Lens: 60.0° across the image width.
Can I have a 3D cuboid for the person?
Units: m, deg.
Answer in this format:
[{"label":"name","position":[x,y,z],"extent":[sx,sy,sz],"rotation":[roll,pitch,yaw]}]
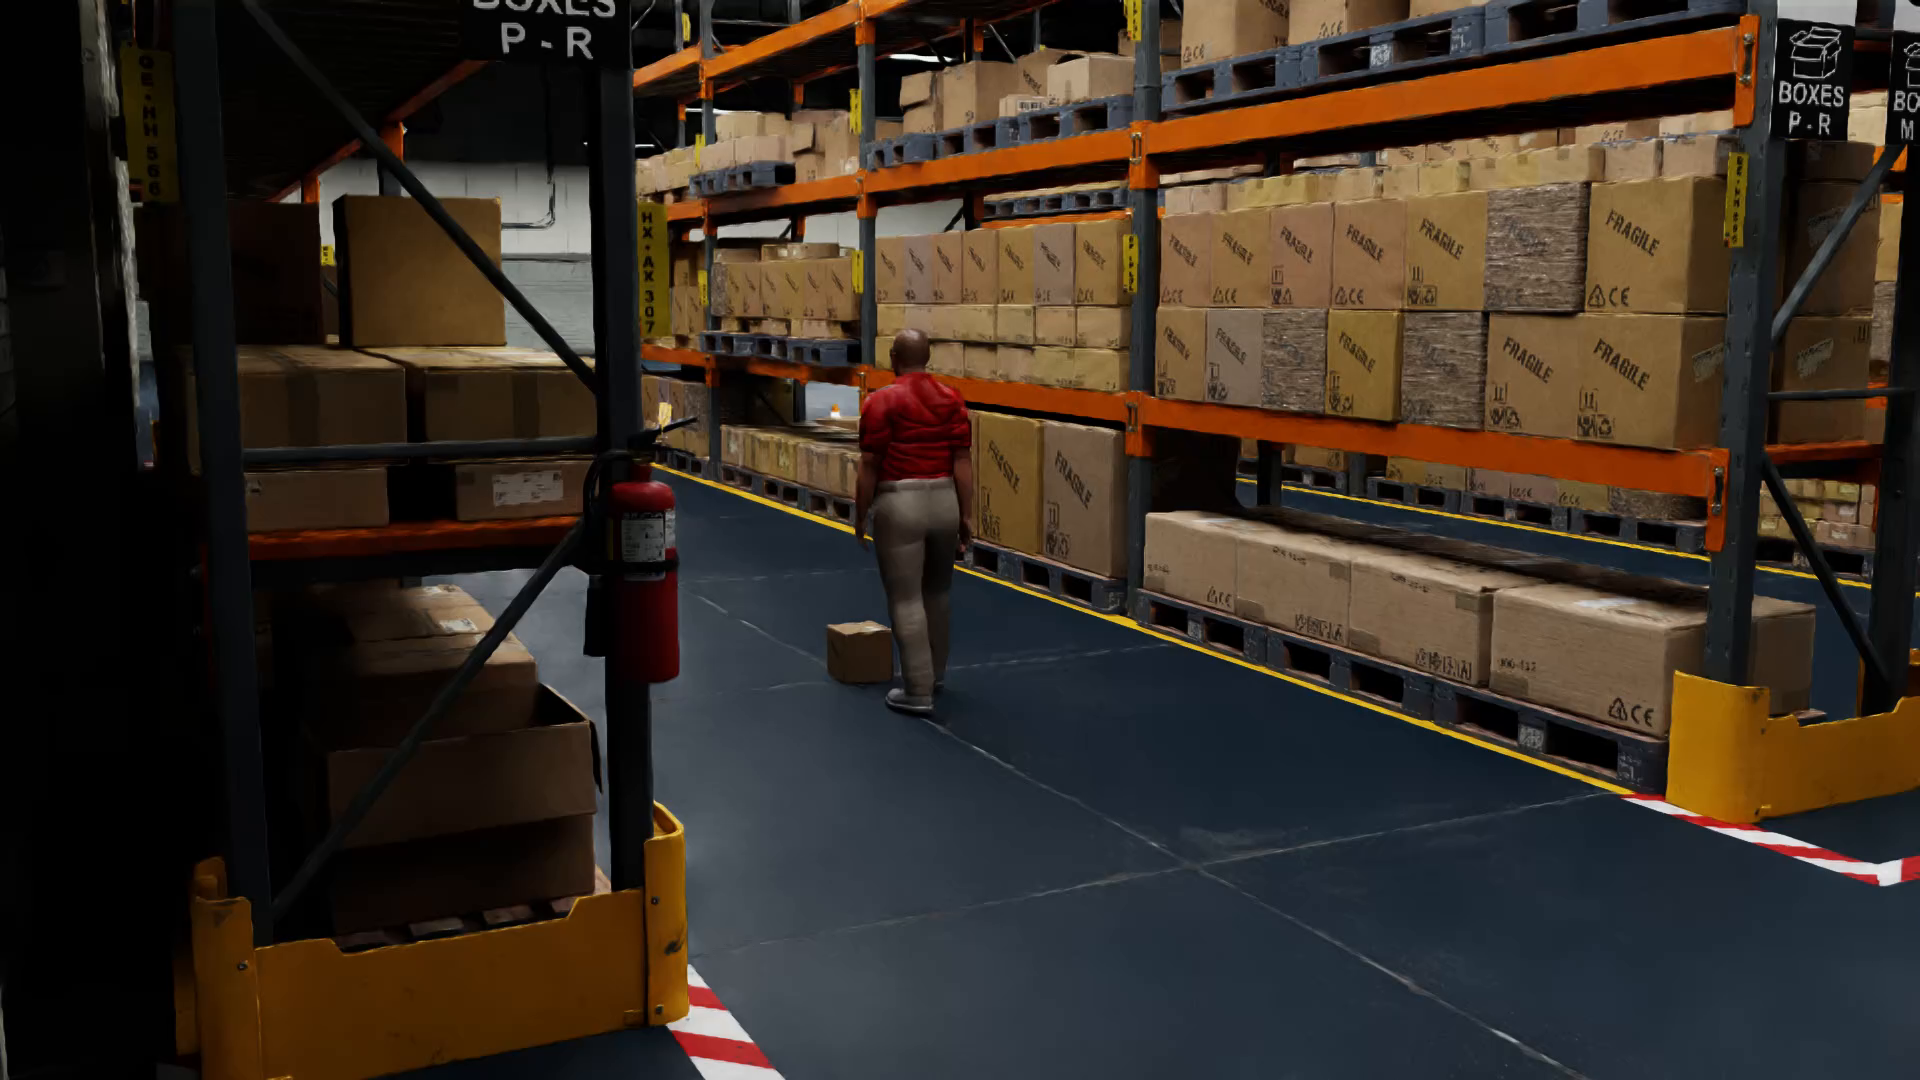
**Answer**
[{"label":"person","position":[-0.226,-0.443,7.532],"extent":[0.528,1.031,0.342],"rotation":[-5,10,-29]}]
